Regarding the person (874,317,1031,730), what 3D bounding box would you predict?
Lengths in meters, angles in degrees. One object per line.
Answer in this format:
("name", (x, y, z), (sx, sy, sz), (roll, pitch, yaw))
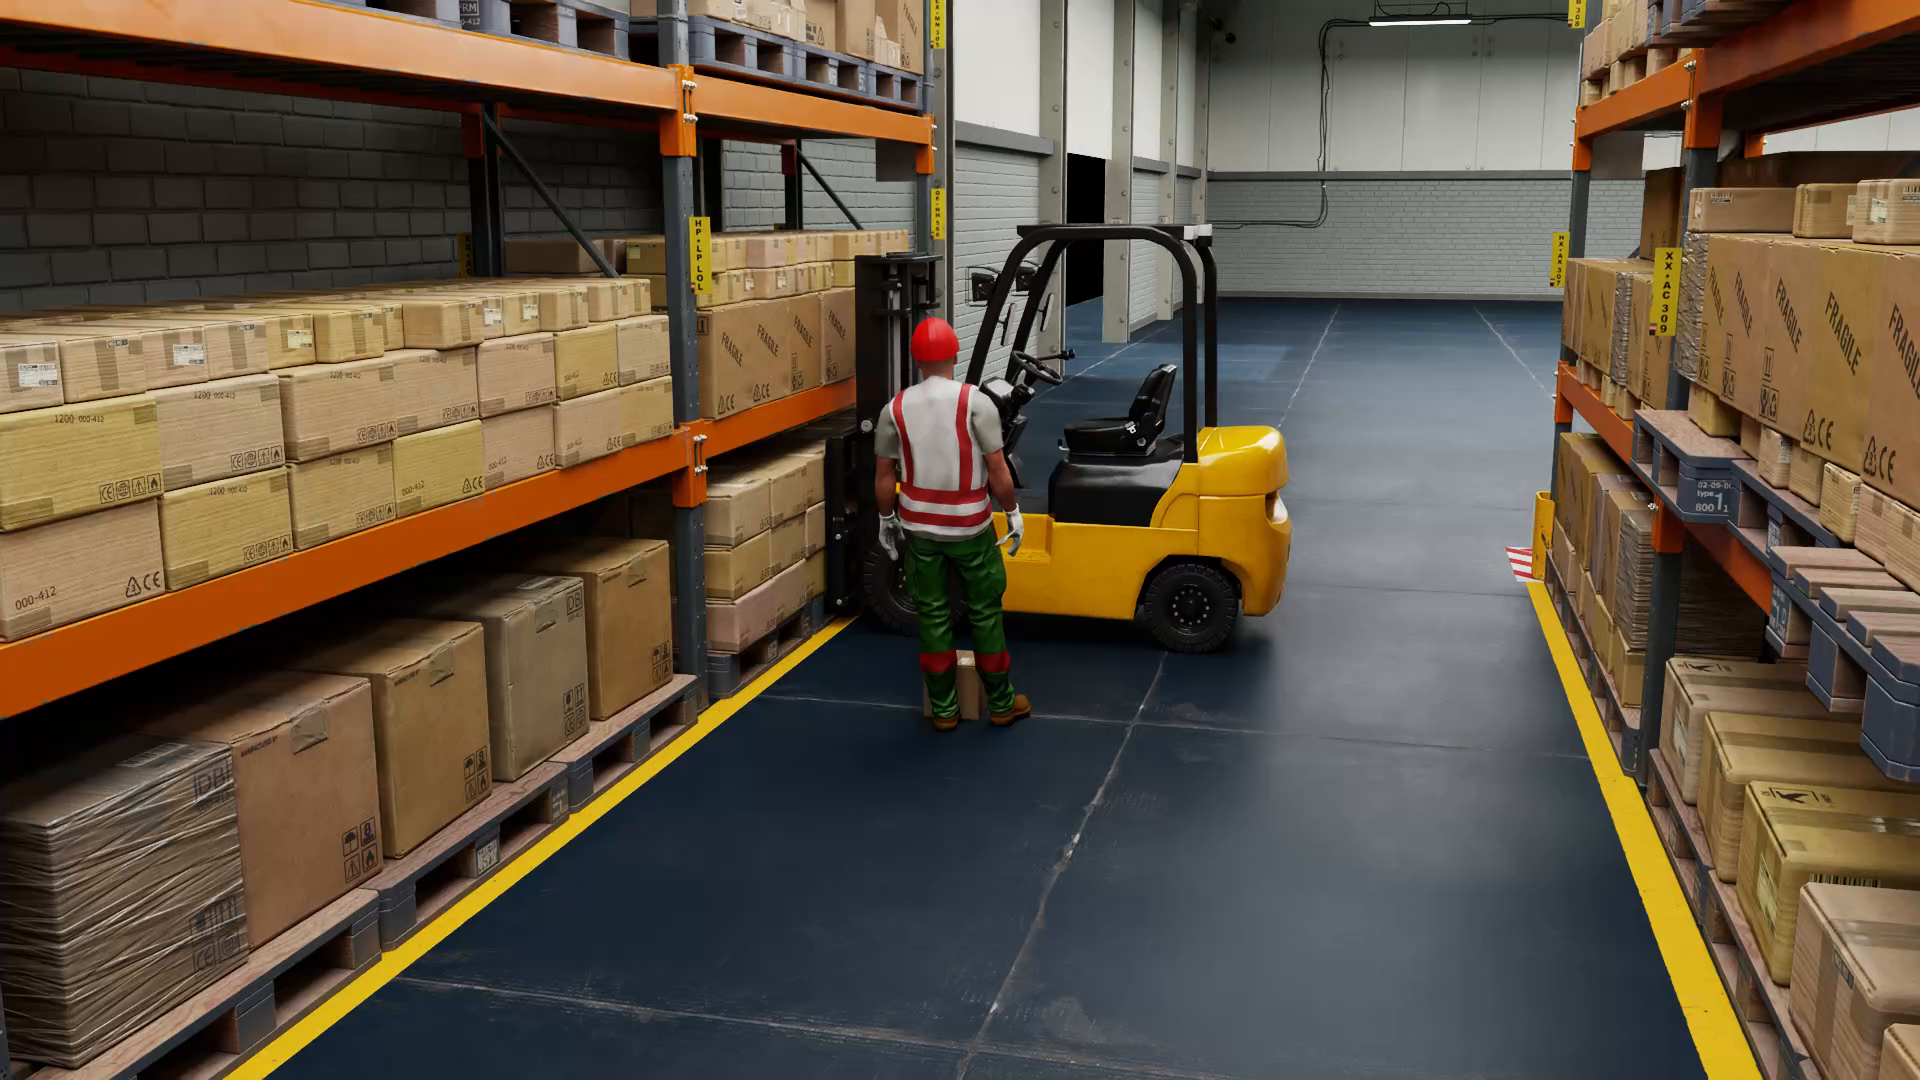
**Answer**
("person", (-0.028, -0.072, 7.190), (0.638, 1.788, 0.564), (3, 12, 14))
